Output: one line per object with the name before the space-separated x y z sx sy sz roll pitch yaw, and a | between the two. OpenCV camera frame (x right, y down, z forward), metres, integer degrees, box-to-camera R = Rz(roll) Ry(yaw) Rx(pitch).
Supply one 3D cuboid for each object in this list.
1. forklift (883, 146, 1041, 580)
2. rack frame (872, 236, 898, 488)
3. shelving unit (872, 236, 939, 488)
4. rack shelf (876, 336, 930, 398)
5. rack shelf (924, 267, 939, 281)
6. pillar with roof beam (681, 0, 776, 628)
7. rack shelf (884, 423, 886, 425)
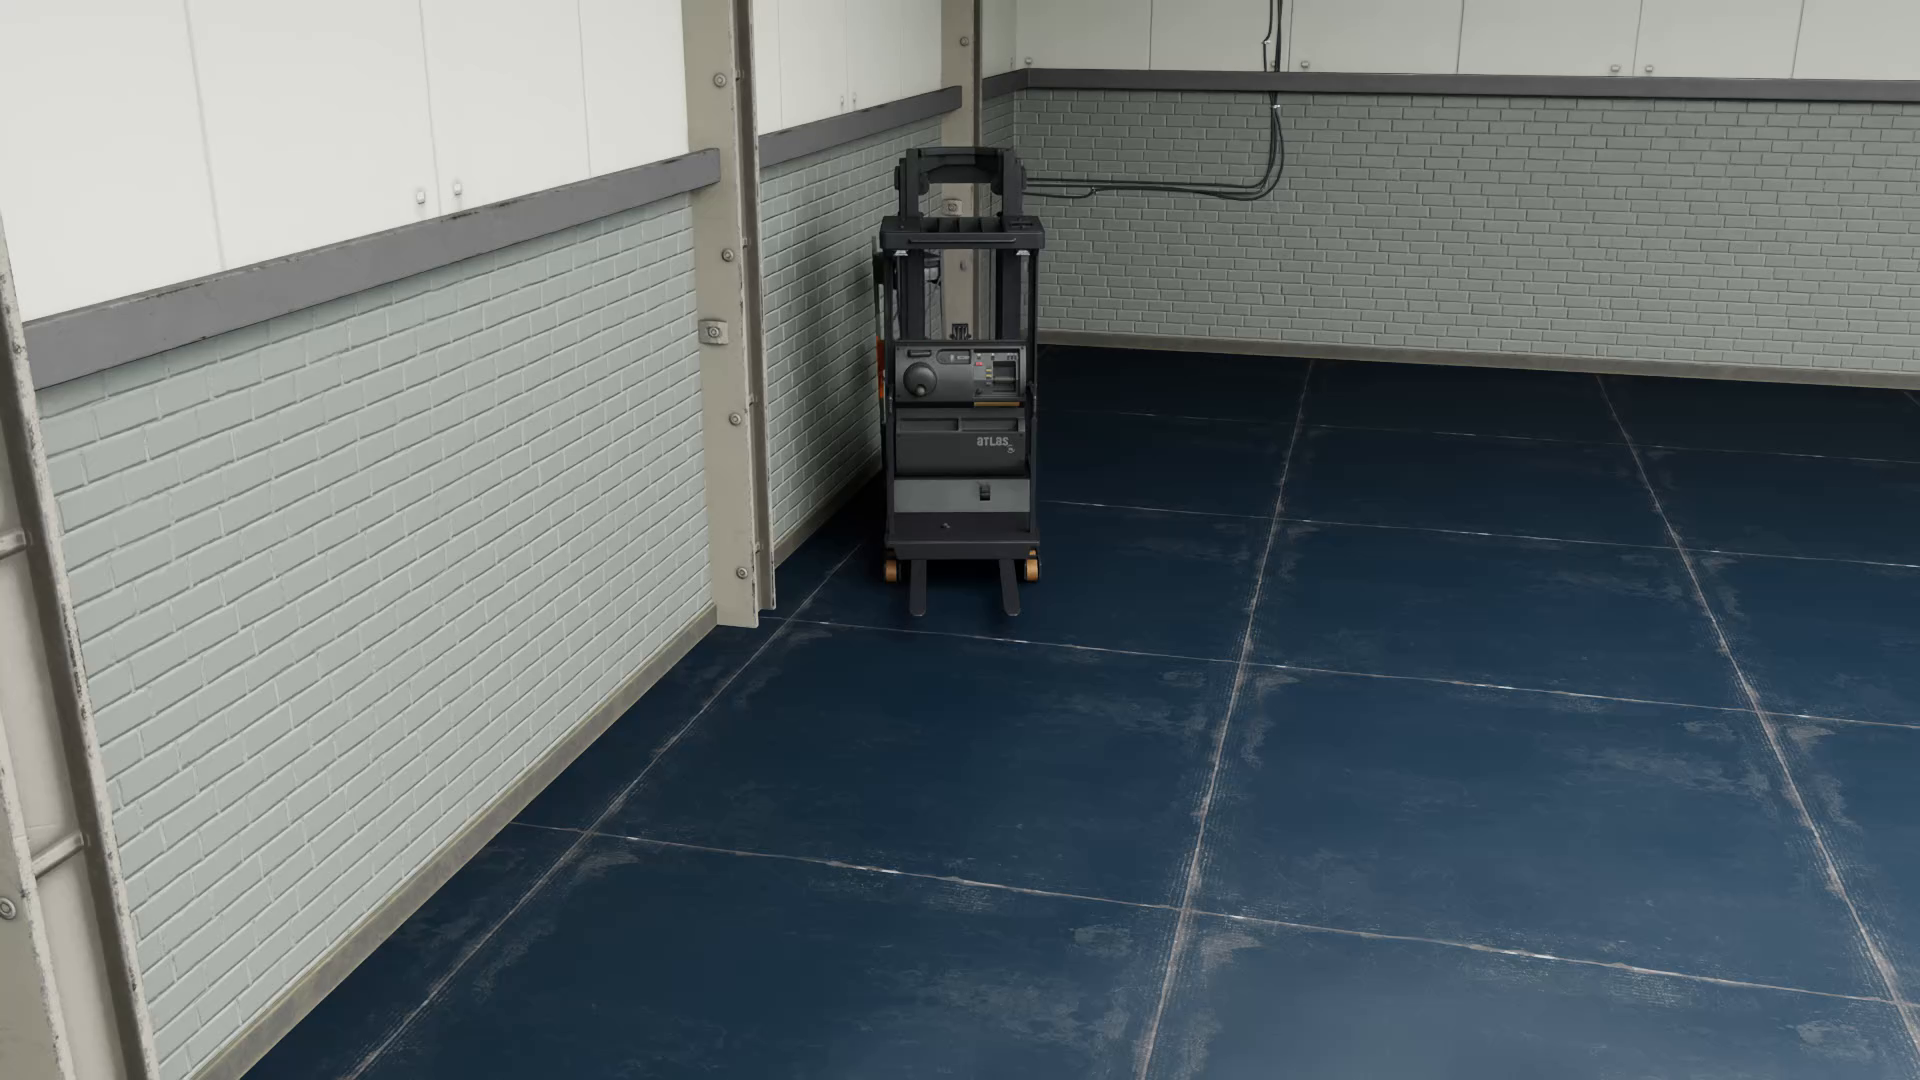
forklift | 0.009 -1.185 11.622 1.130 2.935 3.031 0 19 -1
rack frame | -0.493 -1.466 13.714 0.400 2.100 0.015 -10 20 -23
shelving unit | -0.390 -1.400 13.509 0.431 2.100 0.492 -10 20 -23
rack shelf | -0.387 -1.386 13.509 0.431 0.518 0.480 -10 20 -23
rack shelf | -0.412 -2.143 13.253 0.332 0.100 0.442 -10 20 -23
pillar with roof beam | 2.724 -3.411 8.752 9.100 9.000 0.400 5 19 13
rack shelf | -0.370 -0.853 13.689 0.368 0.174 0.457 -10 20 -23
